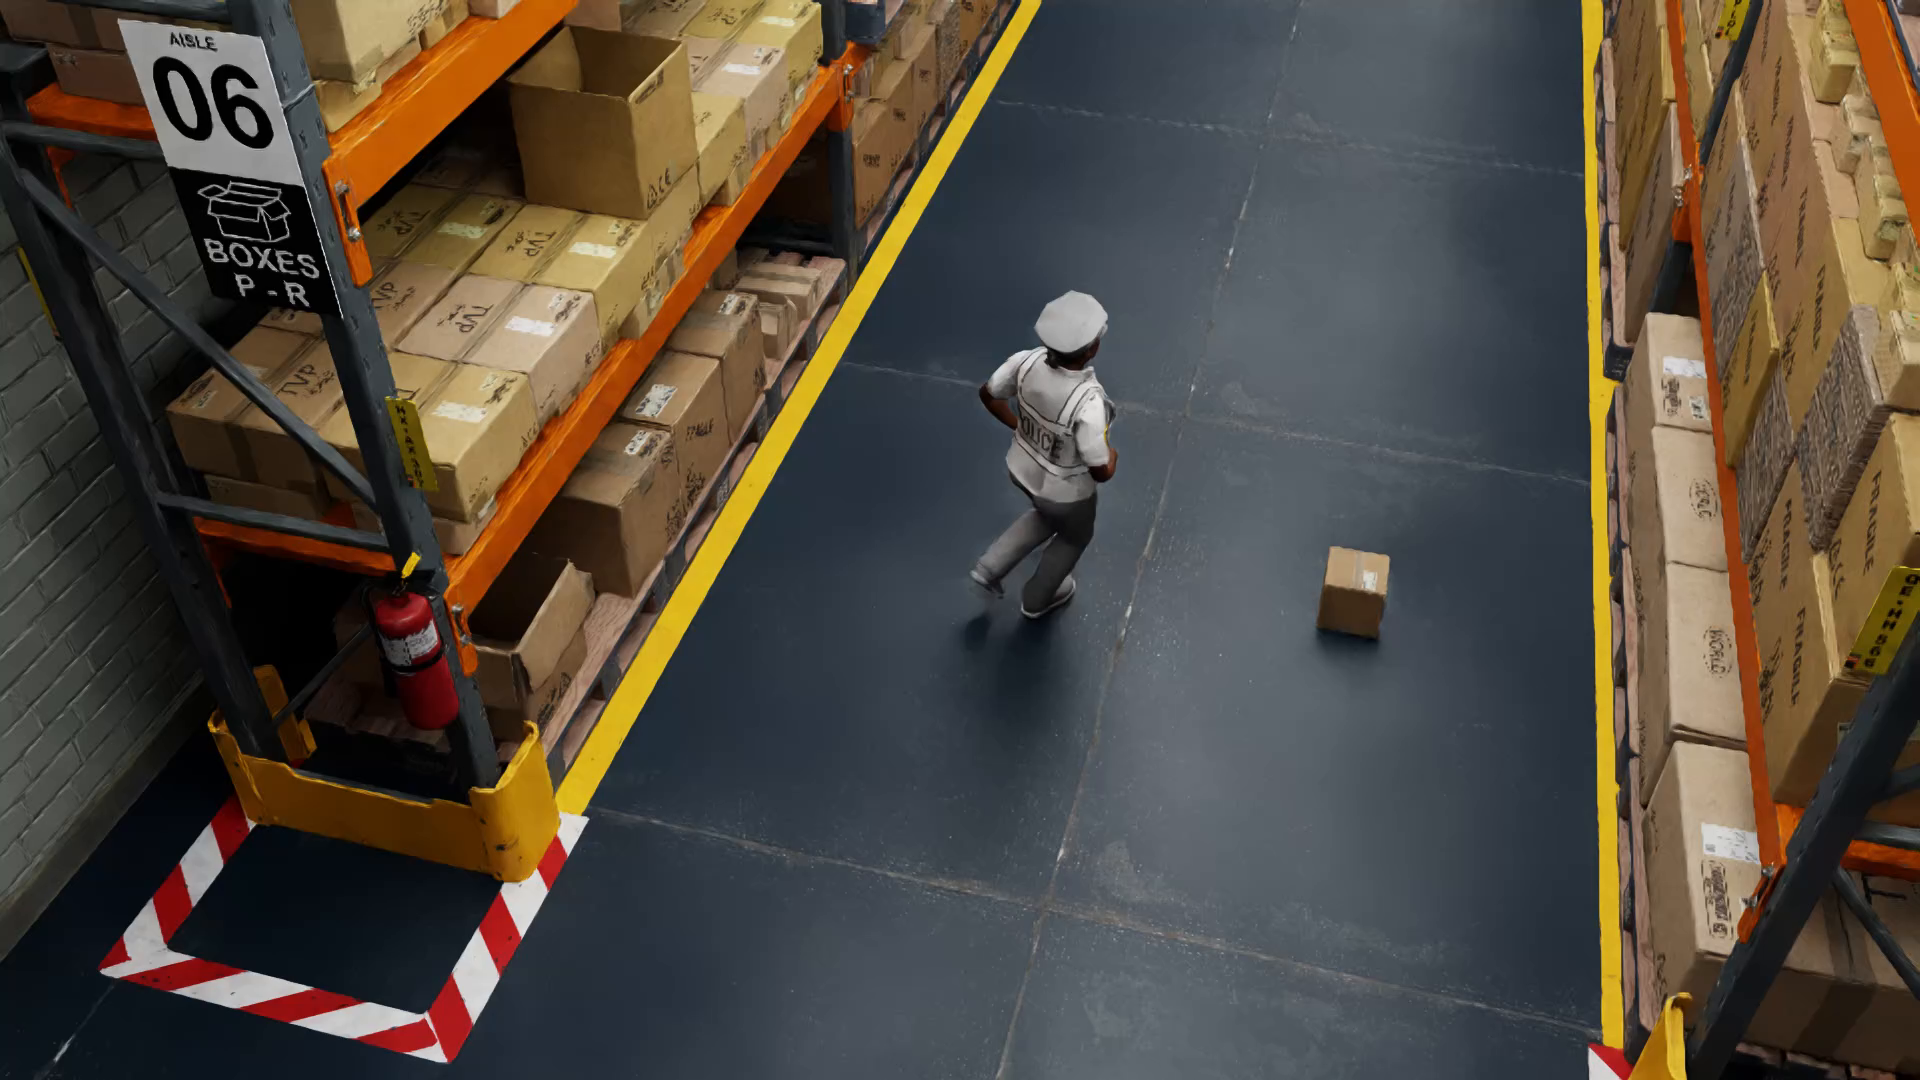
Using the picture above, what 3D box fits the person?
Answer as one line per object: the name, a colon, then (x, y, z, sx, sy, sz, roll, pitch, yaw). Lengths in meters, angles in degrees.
person: (0.377, -0.251, 6.445, 0.494, 1.639, 0.597, -24, 47, -25)
